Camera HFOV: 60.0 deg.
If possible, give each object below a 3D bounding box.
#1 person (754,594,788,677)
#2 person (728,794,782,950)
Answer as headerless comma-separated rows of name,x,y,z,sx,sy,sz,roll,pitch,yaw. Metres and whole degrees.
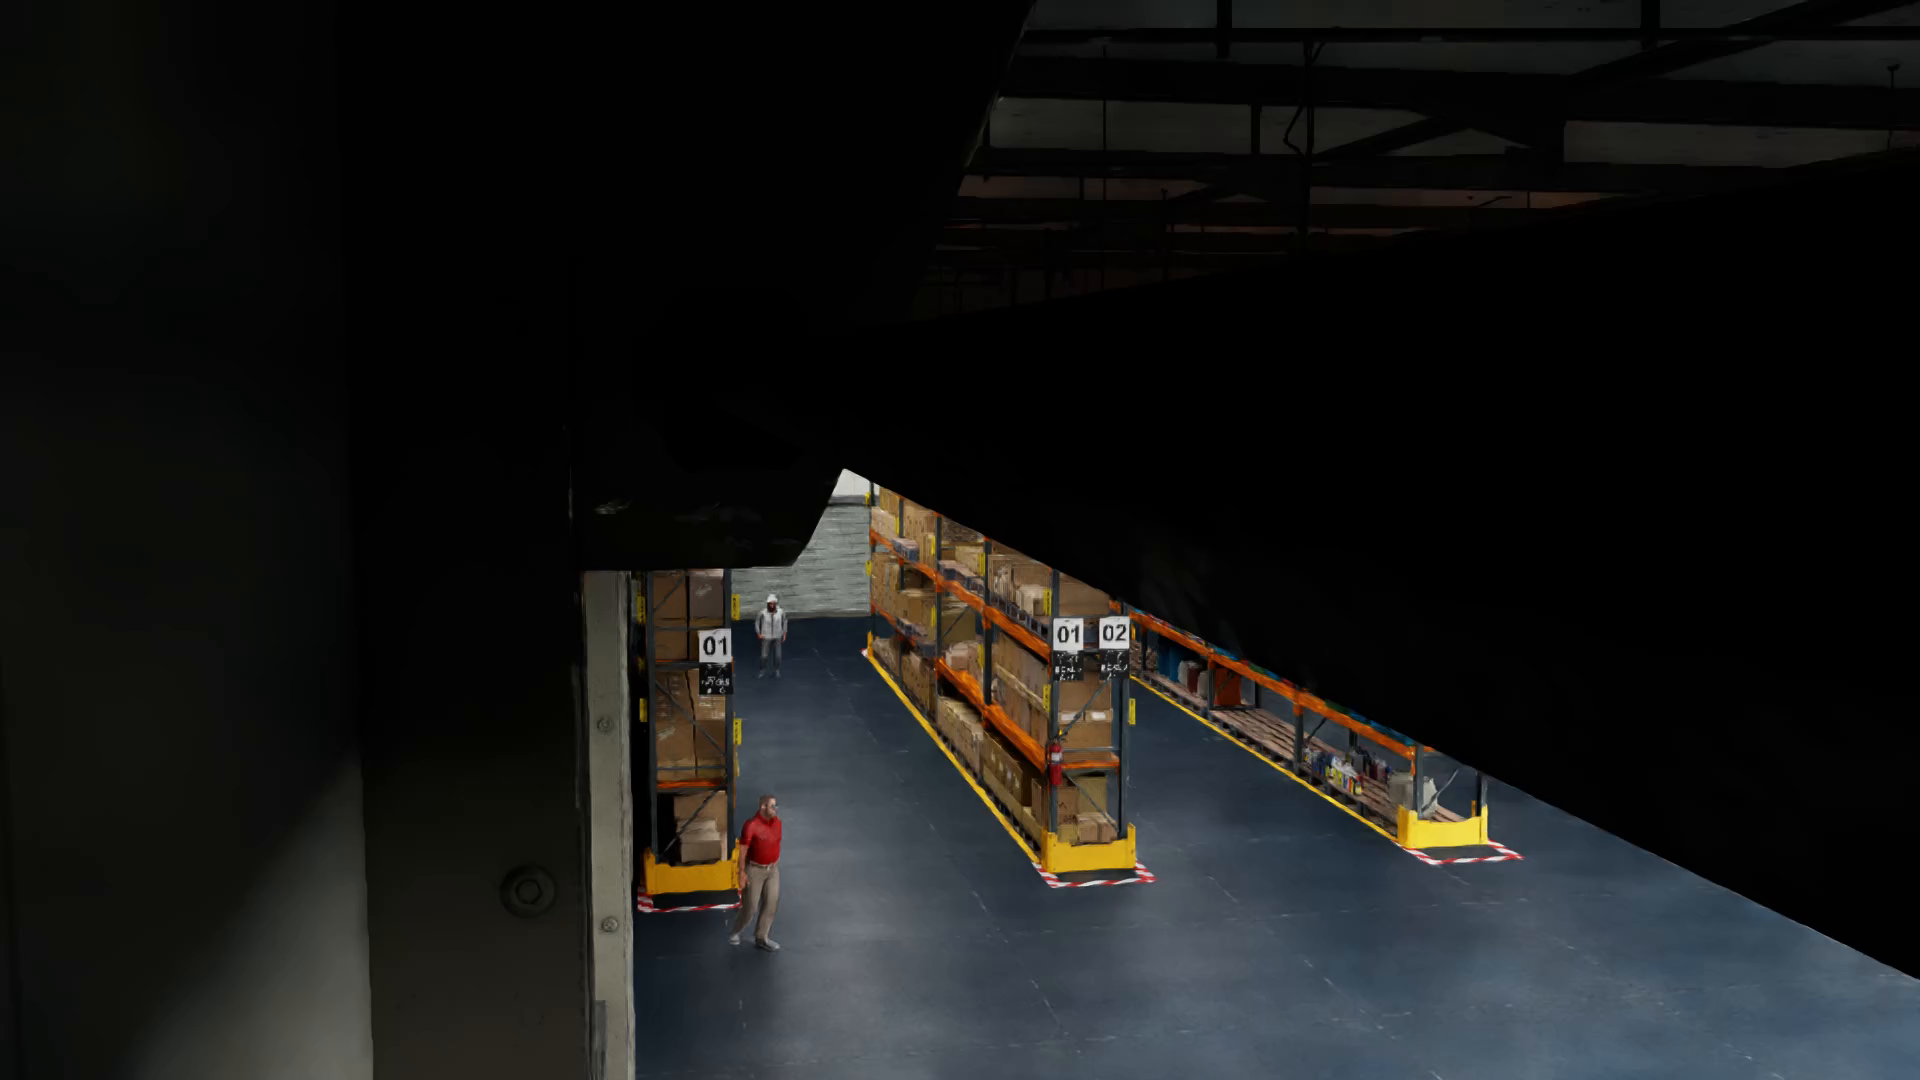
person,-3.839,1.948,33.852,0.677,1.726,0.574,-1,6,-13
person,-2.232,3.592,18.122,0.569,1.713,0.593,6,8,43
